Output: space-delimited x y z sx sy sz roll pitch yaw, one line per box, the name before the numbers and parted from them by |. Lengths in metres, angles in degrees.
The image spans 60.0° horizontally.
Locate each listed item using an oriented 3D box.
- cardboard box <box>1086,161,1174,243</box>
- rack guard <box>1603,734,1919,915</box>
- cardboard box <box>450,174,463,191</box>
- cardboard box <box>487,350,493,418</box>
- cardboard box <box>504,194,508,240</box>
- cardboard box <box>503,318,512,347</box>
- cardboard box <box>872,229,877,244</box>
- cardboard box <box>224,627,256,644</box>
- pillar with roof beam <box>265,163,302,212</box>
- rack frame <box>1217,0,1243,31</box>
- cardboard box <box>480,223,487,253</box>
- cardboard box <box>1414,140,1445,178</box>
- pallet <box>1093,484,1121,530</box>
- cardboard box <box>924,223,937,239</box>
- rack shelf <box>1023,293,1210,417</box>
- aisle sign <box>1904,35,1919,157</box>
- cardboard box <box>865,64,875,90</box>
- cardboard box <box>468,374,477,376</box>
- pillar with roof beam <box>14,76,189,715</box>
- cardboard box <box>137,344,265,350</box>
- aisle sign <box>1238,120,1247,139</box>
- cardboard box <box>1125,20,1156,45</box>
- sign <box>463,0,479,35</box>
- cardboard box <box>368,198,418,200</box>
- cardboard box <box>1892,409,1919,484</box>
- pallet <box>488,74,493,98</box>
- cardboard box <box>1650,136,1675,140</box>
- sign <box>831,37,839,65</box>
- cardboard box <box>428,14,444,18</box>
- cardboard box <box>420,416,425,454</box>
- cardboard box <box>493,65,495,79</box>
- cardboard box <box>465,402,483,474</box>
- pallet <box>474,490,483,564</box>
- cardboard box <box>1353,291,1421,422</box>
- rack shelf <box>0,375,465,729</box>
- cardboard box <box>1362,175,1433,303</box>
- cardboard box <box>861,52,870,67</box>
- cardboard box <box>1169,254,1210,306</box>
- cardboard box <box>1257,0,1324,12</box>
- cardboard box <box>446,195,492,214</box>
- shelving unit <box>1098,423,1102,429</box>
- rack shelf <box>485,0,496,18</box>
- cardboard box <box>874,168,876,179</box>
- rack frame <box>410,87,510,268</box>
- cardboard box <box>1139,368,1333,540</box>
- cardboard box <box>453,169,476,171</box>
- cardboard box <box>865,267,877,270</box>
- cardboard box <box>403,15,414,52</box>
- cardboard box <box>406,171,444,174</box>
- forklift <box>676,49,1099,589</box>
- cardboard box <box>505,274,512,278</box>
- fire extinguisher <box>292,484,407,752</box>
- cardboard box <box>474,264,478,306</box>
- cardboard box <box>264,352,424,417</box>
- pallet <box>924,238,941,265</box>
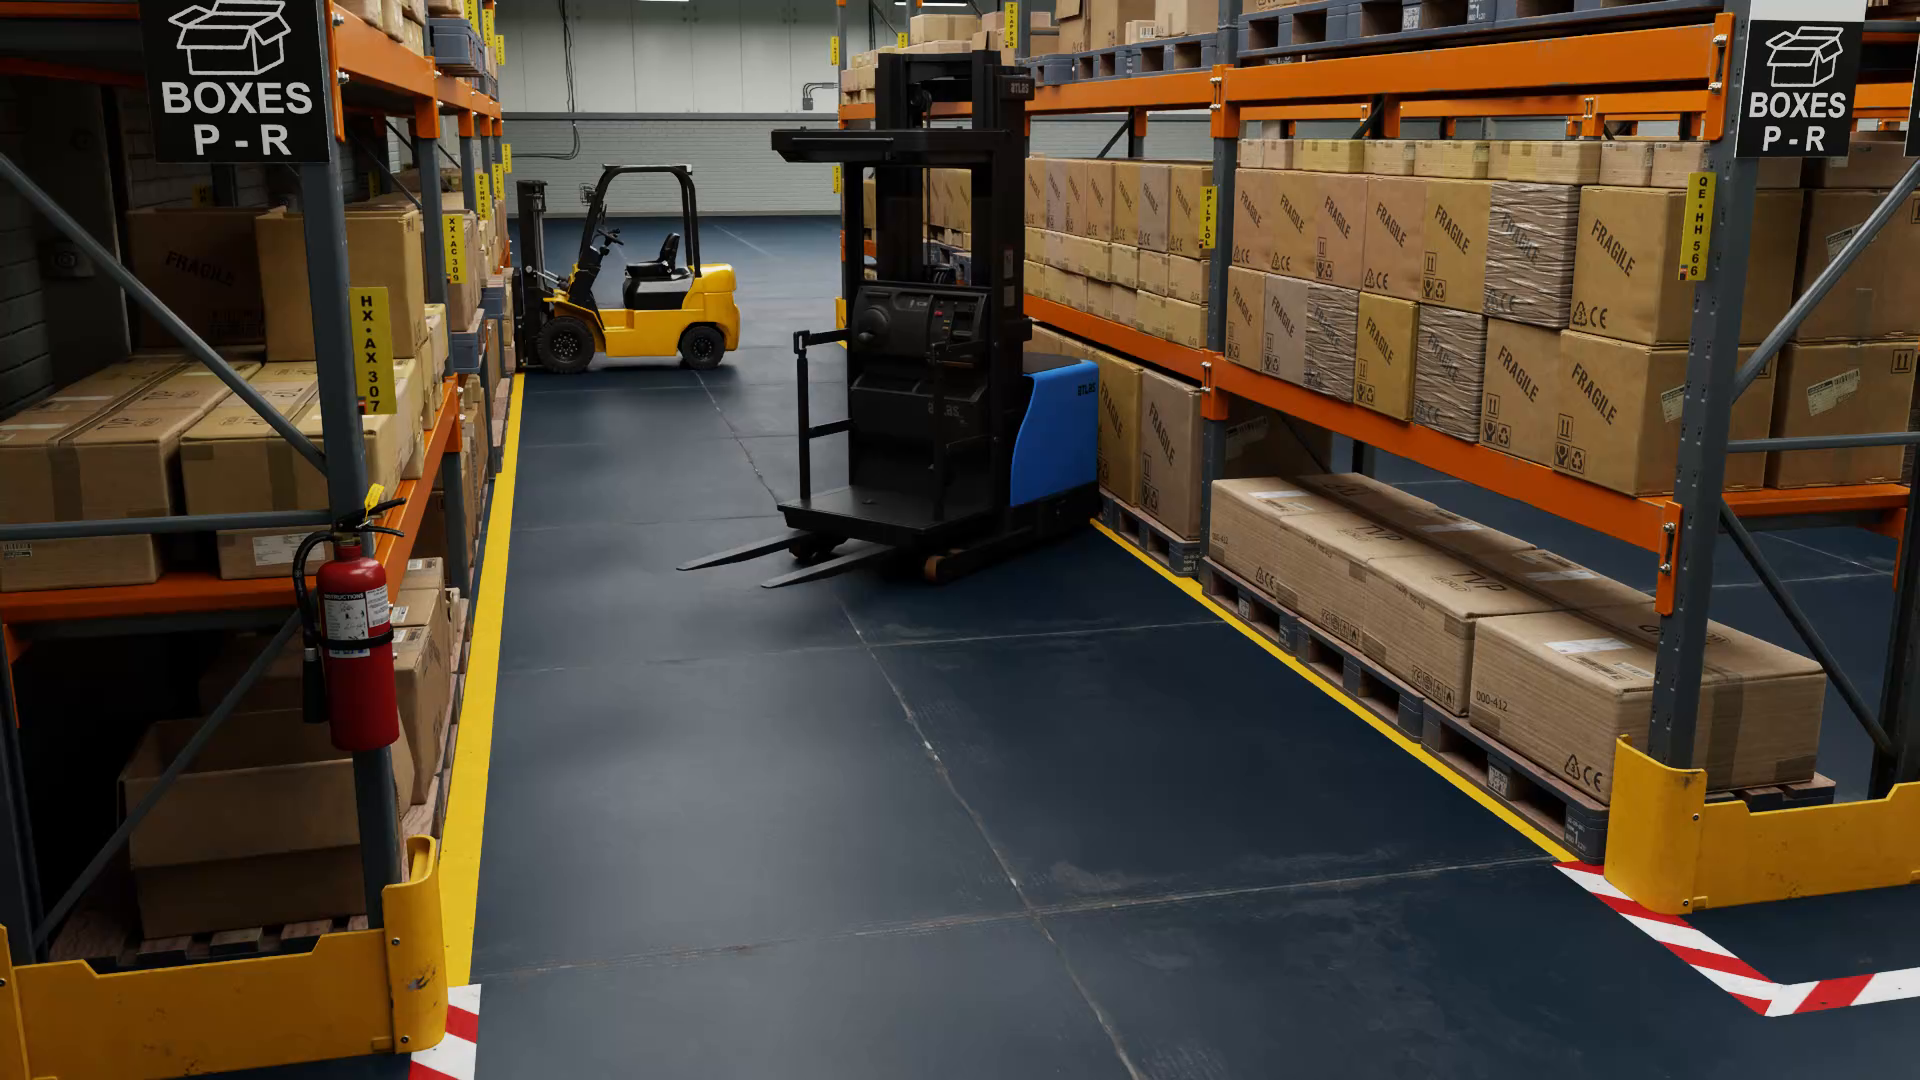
cardboard box | 1.139 -2.210 10.835 0.500 0.500 0.500 -3 14 -12
rack guard | 2.797 0.912 5.642 1.175 0.500 0.348 -3 14 -13
cardboard box | -4.637 -3.397 15.808 0.380 0.149 0.250 -3 14 -12
cardboard box | -4.205 -1.222 13.226 0.875 0.625 0.625 -3 14 -11
cardboard box | -5.419 -3.671 18.924 0.500 0.500 0.500 -4 14 -14
cardboard box | -4.664 -2.039 16.308 0.500 0.250 0.500 -3 14 -13
cardboard box | -0.767 -3.364 18.405 0.380 0.149 0.250 -3 14 -13
cardboard box | -3.046 0.314 7.601 0.500 0.311 0.500 -3 14 -11
pillar with roof beam | -0.909 -5.281 13.082 9.100 9.000 0.400 -3 14 -13
rack frame | 1.852 -4.145 8.433 1.000 3.000 0.127 -3 14 -13
cardboard box | -3.894 -2.278 12.693 0.500 0.250 0.500 -3 14 -11
cardboard box | 2.116 -1.582 6.898 0.380 0.149 0.250 -3 14 -11
pallet | 1.308 -0.332 11.342 1.003 0.211 1.213 -3 14 -13
cardboard box | -0.154 -2.955 15.847 0.380 0.149 0.250 -3 14 -12
rack shelf | 1.383 -1.343 11.119 1.077 0.370 4.000 -3 14 -13
aisle sign | 3.091 -1.571 5.058 0.394 0.787 0.004 -3 14 -13
cardboard box | -0.751 -5.043 18.119 0.500 0.250 0.500 -3 14 -12
cardboard box | -3.549 -1.081 11.548 0.380 0.149 0.250 -4 14 -16
pillar with roof beam | 0.500 -3.897 7.416 9.100 9.000 0.400 -3 14 -13
cardboard box | -2.874 -0.661 6.503 0.500 0.250 0.500 -3 14 -12
aisle sign | 3.514 -5.561 21.391 0.394 0.787 0.004 -3 14 -13
cardboard box | 1.262 -3.206 10.518 0.380 0.166 0.250 -2 14 -8
sign | -3.383 -3.614 11.491 0.100 0.325 0.005 -3 14 -13
cardboard box | -4.728 -2.773 13.878 0.380 0.149 0.250 -3 14 -14
cardboard box | 6.221 -0.677 11.258 0.500 0.500 0.500 -4 14 -14
pallet | -5.359 -4.689 17.167 1.003 0.211 1.213 -3 14 -13
cardboard box | 8.884 -4.742 20.574 0.500 0.500 0.500 -3 14 -13
sign | -1.493 -5.851 19.893 0.100 0.325 0.005 -3 14 -13
cardboard box | -2.837 -2.747 8.463 0.380 0.149 0.250 -3 14 -13
cardboard box | -2.179 -0.359 6.107 0.380 0.149 0.250 -3 14 -12
cardboard box | -5.300 -5.135 18.239 0.380 0.149 0.250 -4 14 -15
cardboard box | -3.495 -0.664 11.208 0.500 0.500 0.500 -3 14 -14
pallet | -3.489 -0.066 10.254 1.003 0.211 1.213 -3 14 -13
cardboard box | 2.054 -0.806 7.197 0.500 0.500 0.500 -3 14 -12
rack shelf | -2.502 -0.143 6.206 1.077 0.370 4.000 -3 14 -13
cardboard box | 2.067 -1.290 7.068 0.500 0.500 0.500 -3 14 -14
cardboard box | -0.888 -5.331 18.457 0.380 0.149 0.250 -3 14 -12
cardboard box | 1.512 -1.489 9.465 0.500 0.250 0.500 -3 14 -13
cardboard box | 1.786 -2.842 8.112 0.500 0.500 0.500 -3 14 -12
cardboard box | -4.279 -2.925 14.502 0.380 0.149 0.250 -4 14 -15
shelving unit | 0.639 -0.680 11.430 0.189 0.258 1.200 -6 -15 -20
rack shelf | -5.320 -5.631 16.873 1.077 0.370 4.000 -3 14 -13
cardboard box | -0.634 -4.572 19.878 0.700 0.500 0.500 -4 14 -15
rack frame | -5.790 -3.722 19.340 1.000 3.000 0.127 -3 14 -13
cardboard box | 1.629 -0.541 9.915 0.875 0.875 0.875 -3 14 -11
cardboard box | -5.339 -3.983 18.207 0.380 0.149 0.250 -3 14 -13
cardboard box | -0.912 -2.905 19.324 0.500 0.500 0.500 -4 14 -15
cardboard box | -2.491 -2.103 6.924 0.380 0.149 0.250 -3 14 -11
cardboard box | -5.518 -3.721 17.135 0.380 0.149 0.250 -3 14 -12
forklift | -0.367 -1.302 9.582 1.130 2.935 3.031 10 17 34
cardboard box | -5.125 -2.754 18.180 0.500 0.250 0.500 -3 14 -12
fire extinguisher | -1.548 0.196 4.252 0.296 0.674 0.183 -3 14 -13
cardboard box | -2.925 -1.434 9.375 0.396 0.266 0.258 -3 14 -10
cardboard box | -2.259 -0.572 6.137 0.500 0.250 0.500 -4 14 -15
pallet | 0.012 -2.799 15.967 1.003 0.211 1.213 -3 14 -13
